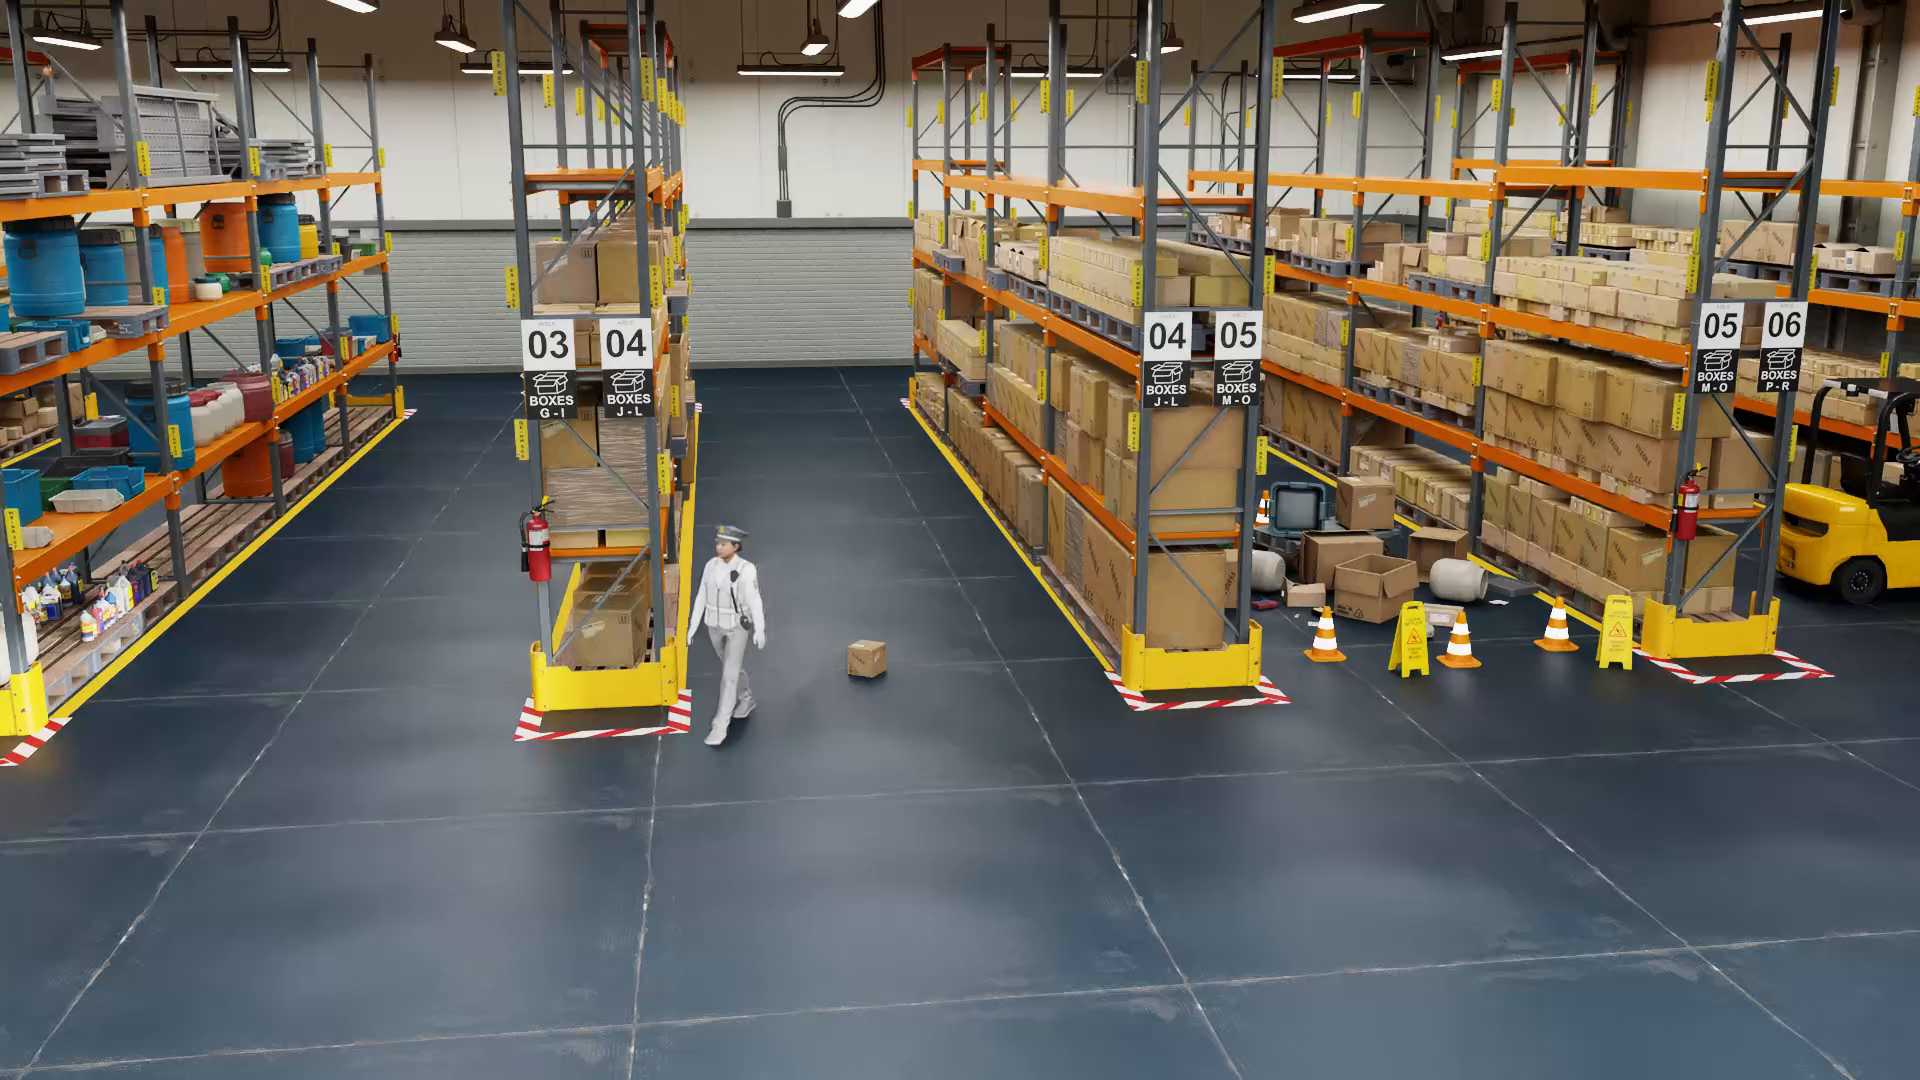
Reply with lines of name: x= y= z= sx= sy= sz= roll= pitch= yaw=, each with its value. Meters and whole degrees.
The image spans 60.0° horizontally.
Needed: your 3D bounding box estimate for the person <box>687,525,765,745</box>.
person: x=-1.865 y=0.689 z=12.943 sx=0.526 sy=1.637 sz=0.986 roll=7 pitch=15 yaw=26
